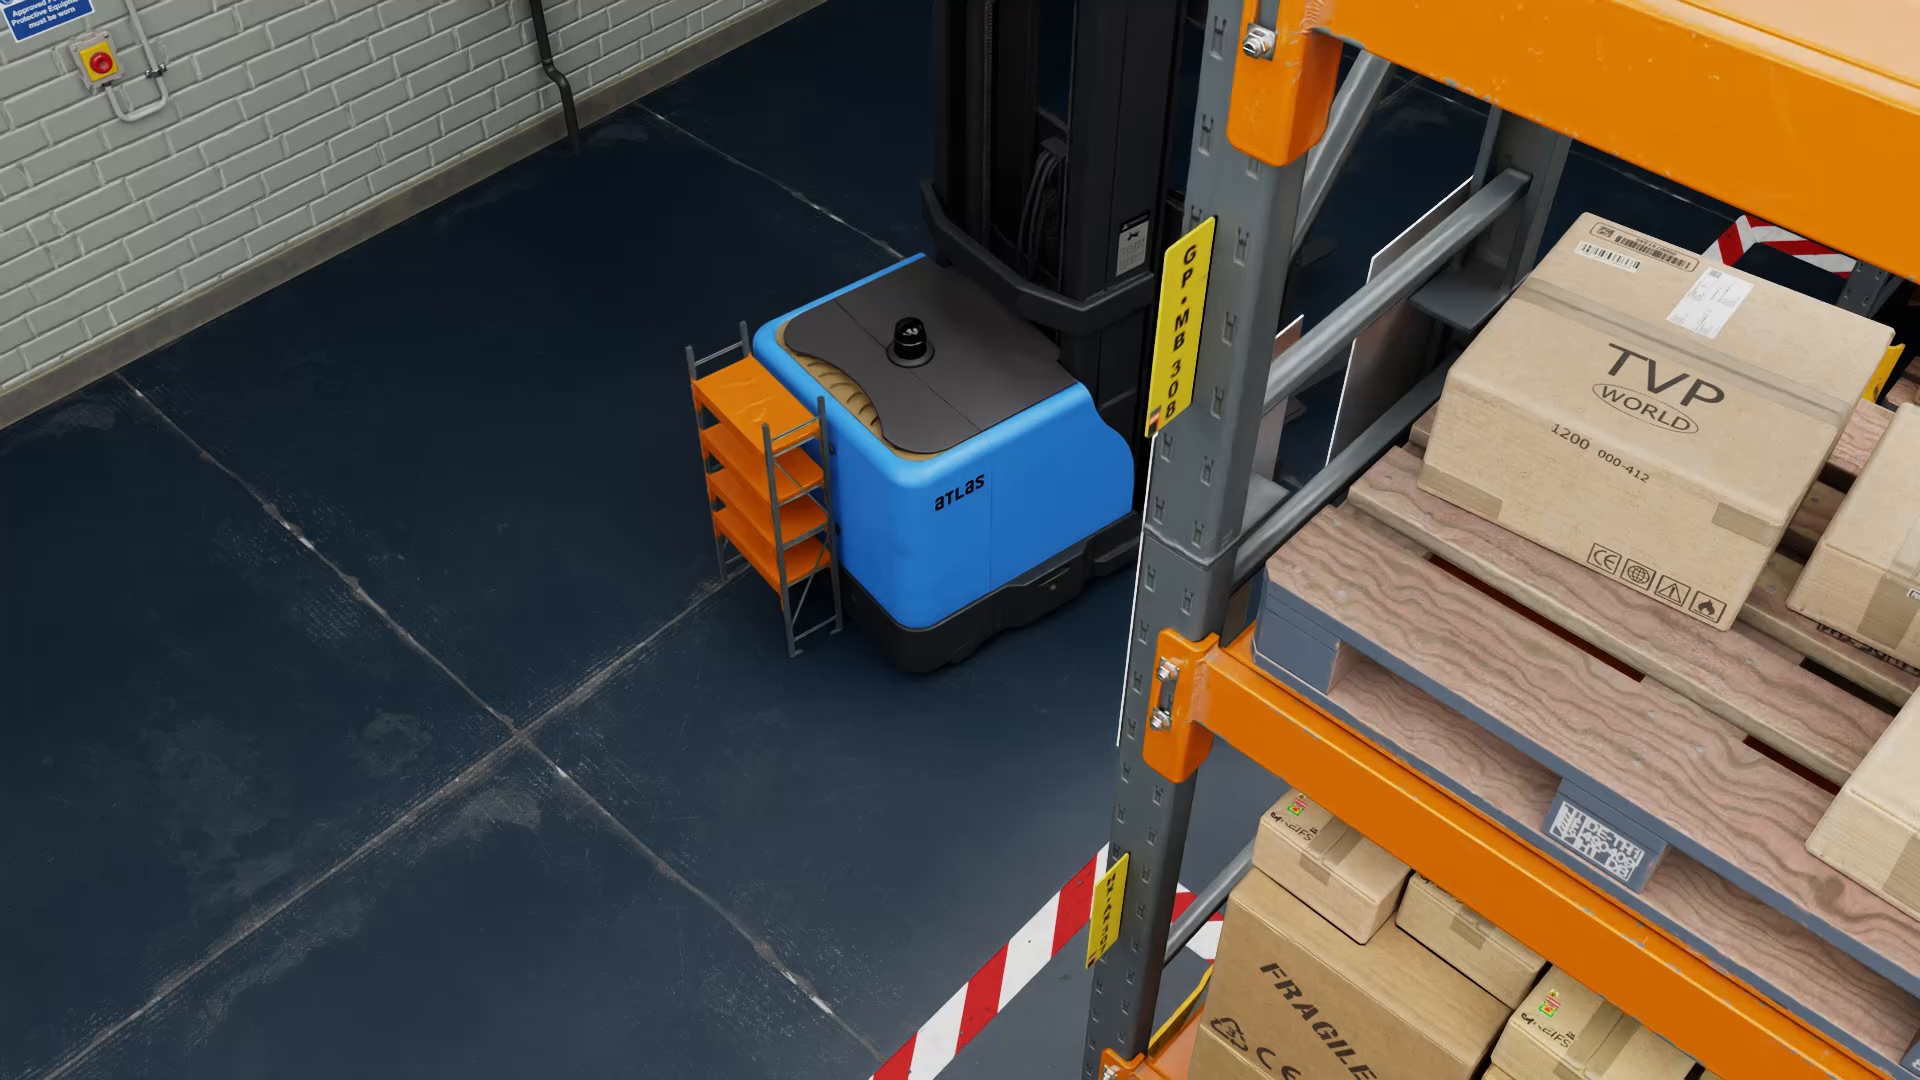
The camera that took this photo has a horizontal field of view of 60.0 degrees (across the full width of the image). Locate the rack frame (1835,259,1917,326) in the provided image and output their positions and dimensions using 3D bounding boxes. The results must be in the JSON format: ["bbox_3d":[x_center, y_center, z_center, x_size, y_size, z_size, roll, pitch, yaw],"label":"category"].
[{"bbox_3d":[4.040,-1.883,6.460,0.127,3.000,1.000,34,55,28],"label":"rack frame"}]

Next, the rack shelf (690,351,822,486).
[{"bbox_3d":[-0.700,-0.428,5.790,0.258,0.148,0.480,-29,53,-24],"label":"rack shelf"}]

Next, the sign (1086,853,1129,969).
[{"bbox_3d":[0.295,0.749,3.341,0.005,0.325,0.100,34,55,28],"label":"sign"}]

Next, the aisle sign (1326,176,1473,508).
[{"bbox_3d":[0.833,-0.314,3.204,0.004,0.787,0.394,34,55,28],"label":"aisle sign"}]

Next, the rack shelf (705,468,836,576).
[{"bbox_3d":[-0.699,-0.113,6.125,0.258,0.148,0.480,-29,53,-24],"label":"rack shelf"}]

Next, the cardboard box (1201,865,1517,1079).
[{"bbox_3d":[0.835,0.791,3.195,0.500,0.500,0.500,33,55,27],"label":"cardboard box"}]

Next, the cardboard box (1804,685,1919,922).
[{"bbox_3d":[1.319,0.320,2.150,0.250,0.149,0.380,36,56,29],"label":"cardboard box"}]

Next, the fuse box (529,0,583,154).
[{"bbox_3d":[-1.952,-2.610,8.027,0.414,1.711,0.539,34,55,28],"label":"fuse box"}]

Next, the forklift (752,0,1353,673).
[{"bbox_3d":[0.715,-1.398,6.052,3.031,2.935,1.130,-29,53,-24],"label":"forklift"}]

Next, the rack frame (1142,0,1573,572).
[{"bbox_3d":[0.676,-1.276,1.775,0.127,3.000,1.000,34,55,28],"label":"rack frame"}]

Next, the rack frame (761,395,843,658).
[{"bbox_3d":[-0.552,-0.017,5.943,0.240,1.200,0.015,-29,53,-24],"label":"rack frame"}]

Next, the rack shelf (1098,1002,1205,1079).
[{"bbox_3d":[2.146,2.013,3.296,4.000,0.370,1.077,34,55,28],"label":"rack shelf"}]

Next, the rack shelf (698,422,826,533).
[{"bbox_3d":[-0.699,-0.266,5.962,0.258,0.148,0.480,-29,53,-24],"label":"rack shelf"}]

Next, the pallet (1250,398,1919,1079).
[{"bbox_3d":[1.228,0.143,2.562,1.213,0.211,1.003,34,55,28],"label":"pallet"}]

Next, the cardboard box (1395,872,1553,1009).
[{"bbox_3d":[0.990,0.595,2.935,0.250,0.149,0.380,35,56,28],"label":"cardboard box"}]

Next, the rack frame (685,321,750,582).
[{"bbox_3d":[-0.847,-0.301,6.209,0.240,1.200,0.015,-29,53,-24],"label":"rack frame"}]

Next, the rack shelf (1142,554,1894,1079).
[{"bbox_3d":[2.146,0.986,2.202,4.000,0.370,1.077,34,55,28],"label":"rack shelf"}]

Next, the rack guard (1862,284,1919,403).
[{"bbox_3d":[4.095,-0.990,7.336,0.348,0.500,1.175,34,55,28],"label":"rack guard"}]

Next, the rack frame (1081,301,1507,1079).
[{"bbox_3d":[0.676,0.778,3.962,0.127,3.000,1.000,34,55,28],"label":"rack frame"}]

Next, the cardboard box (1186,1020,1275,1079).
[{"bbox_3d":[0.834,1.135,3.558,0.500,0.500,0.500,34,55,27],"label":"cardboard box"}]

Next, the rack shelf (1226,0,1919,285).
[{"bbox_3d":[2.146,0.097,1.255,4.000,0.370,1.077,34,55,28],"label":"rack shelf"}]

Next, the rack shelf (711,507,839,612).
[{"bbox_3d":[-0.699,0.023,6.270,0.258,0.148,0.480,-29,53,-24],"label":"rack shelf"}]

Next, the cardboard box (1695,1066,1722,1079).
[{"bbox_3d":[1.309,0.905,2.643,0.250,0.149,0.380,32,55,27],"label":"cardboard box"}]

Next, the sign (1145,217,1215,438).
[{"bbox_3d":[0.295,-0.281,2.245,0.005,0.325,0.100,34,55,28],"label":"sign"}]

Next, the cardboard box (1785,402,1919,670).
[{"bbox_3d":[1.430,-0.002,2.452,0.250,0.149,0.380,30,54,25],"label":"cardboard box"}]

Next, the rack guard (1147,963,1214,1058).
[{"bbox_3d":[0.658,1.622,4.884,0.348,0.500,1.175,34,55,28],"label":"rack guard"}]

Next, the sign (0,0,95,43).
[{"bbox_3d":[-3.561,-2.094,6.474,0.001,0.218,0.327,34,55,28],"label":"sign"}]

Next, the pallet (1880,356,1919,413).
[{"bbox_3d":[4.682,-0.497,7.072,1.213,0.211,1.003,34,55,28],"label":"pallet"}]

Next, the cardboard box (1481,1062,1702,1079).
[{"bbox_3d":[1.220,1.043,2.959,0.500,0.500,0.500,32,55,27],"label":"cardboard box"}]

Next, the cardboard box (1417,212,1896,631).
[{"bbox_3d":[1.068,-0.201,2.570,0.500,0.250,0.500,29,53,25],"label":"cardboard box"}]

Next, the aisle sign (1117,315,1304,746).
[{"bbox_3d":[0.426,0.008,2.902,0.004,0.787,0.394,34,55,28],"label":"aisle sign"}]

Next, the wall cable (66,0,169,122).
[{"bbox_3d":[-3.484,-2.356,6.186,0.123,1.953,0.585,34,55,28],"label":"wall cable"}]

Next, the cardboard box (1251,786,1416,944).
[{"bbox_3d":[0.749,0.503,3.020,0.250,0.149,0.380,35,56,28],"label":"cardboard box"}]

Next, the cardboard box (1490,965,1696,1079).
[{"bbox_3d":[1.103,0.785,2.756,0.250,0.149,0.380,36,56,29],"label":"cardboard box"}]

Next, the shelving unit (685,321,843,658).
[{"bbox_3d":[-0.699,-0.159,6.076,0.258,1.200,0.503,-29,53,-24],"label":"shelving unit"}]

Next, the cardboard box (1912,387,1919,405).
[{"bbox_3d":[4.425,-0.819,6.886,0.637,0.503,0.797,32,54,26],"label":"cardboard box"}]
